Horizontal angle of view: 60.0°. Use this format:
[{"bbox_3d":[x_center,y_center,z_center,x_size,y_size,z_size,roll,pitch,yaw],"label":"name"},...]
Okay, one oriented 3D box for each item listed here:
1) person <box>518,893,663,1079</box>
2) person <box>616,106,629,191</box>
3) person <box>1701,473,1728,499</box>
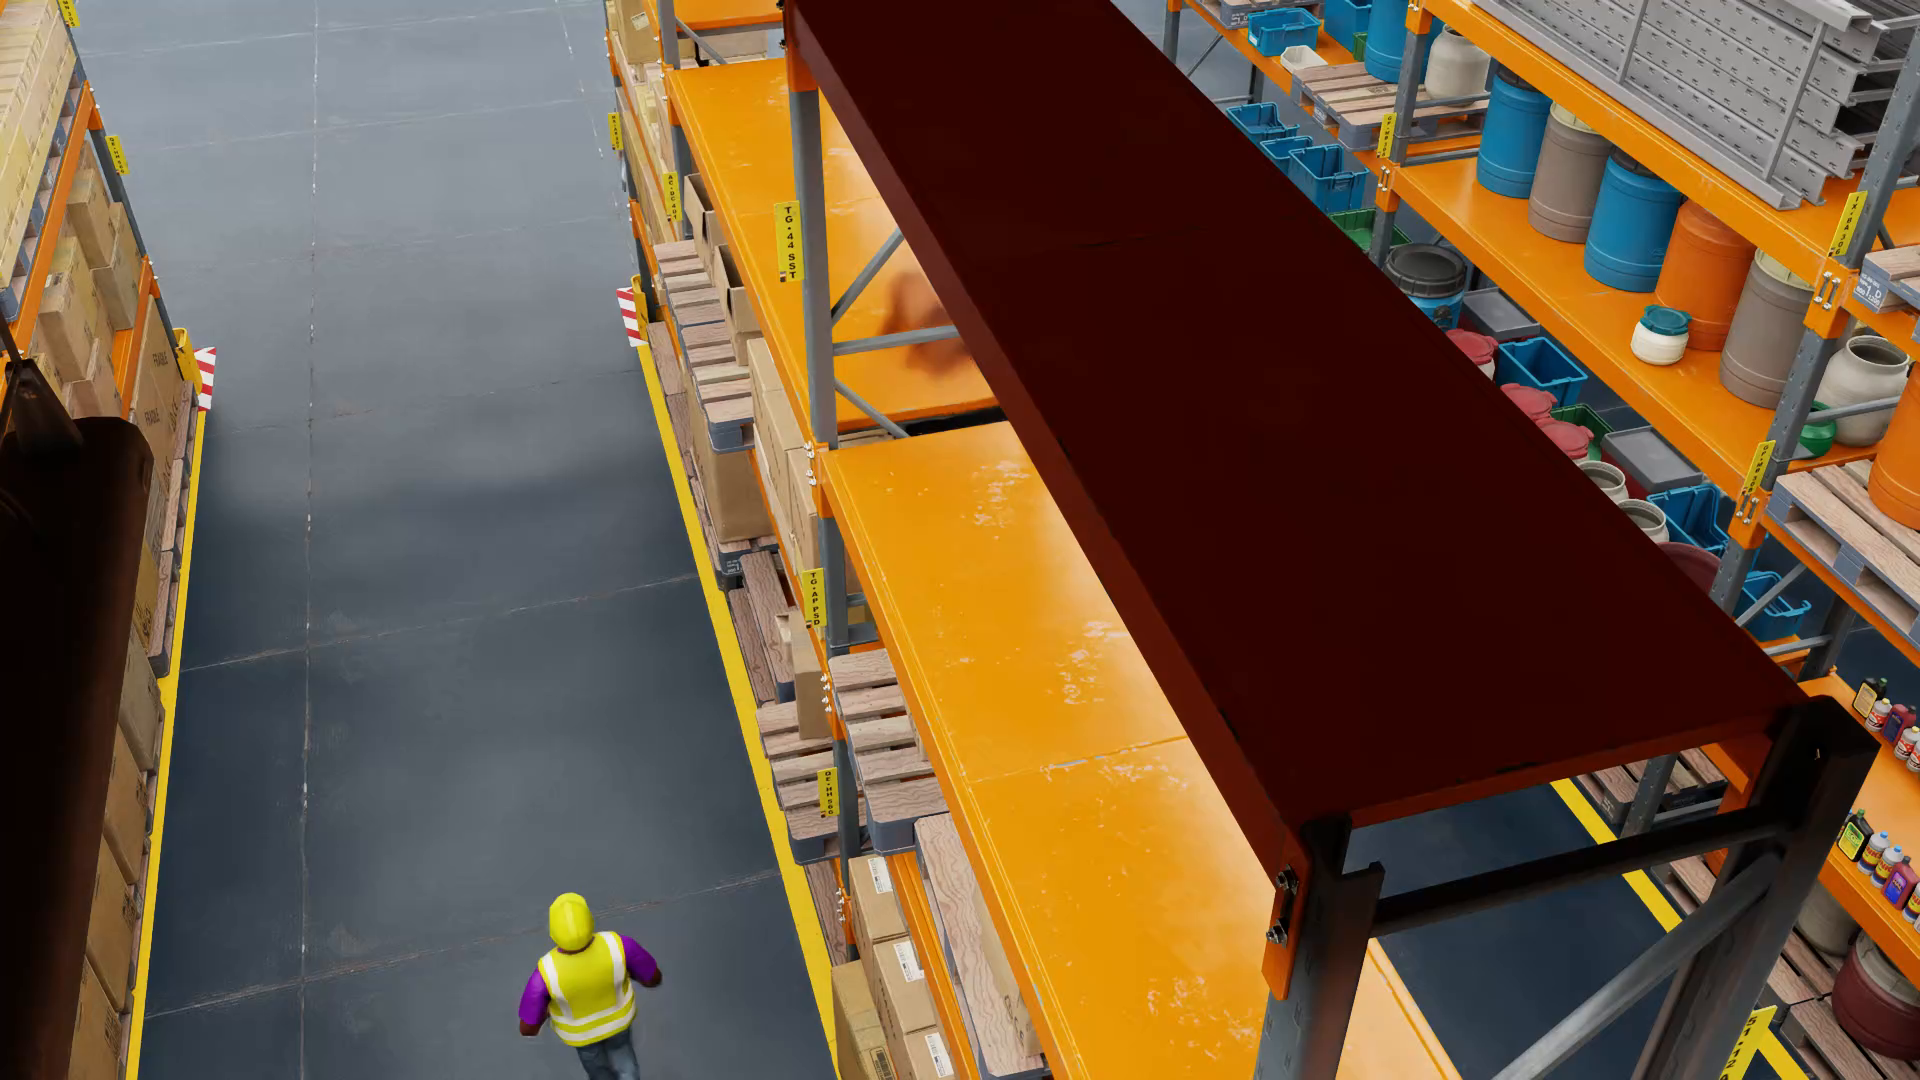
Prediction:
[{"bbox_3d":[-1.849,2.413,8.390,0.720,1.738,0.787,-16,41,-20],"label":"person"},{"bbox_3d":[-3.103,-3.721,16.356,0.608,1.494,0.549,21,43,24],"label":"person"},{"bbox_3d":[5.804,-0.962,12.640,0.653,1.736,0.621,-17,41,-20],"label":"person"}]
